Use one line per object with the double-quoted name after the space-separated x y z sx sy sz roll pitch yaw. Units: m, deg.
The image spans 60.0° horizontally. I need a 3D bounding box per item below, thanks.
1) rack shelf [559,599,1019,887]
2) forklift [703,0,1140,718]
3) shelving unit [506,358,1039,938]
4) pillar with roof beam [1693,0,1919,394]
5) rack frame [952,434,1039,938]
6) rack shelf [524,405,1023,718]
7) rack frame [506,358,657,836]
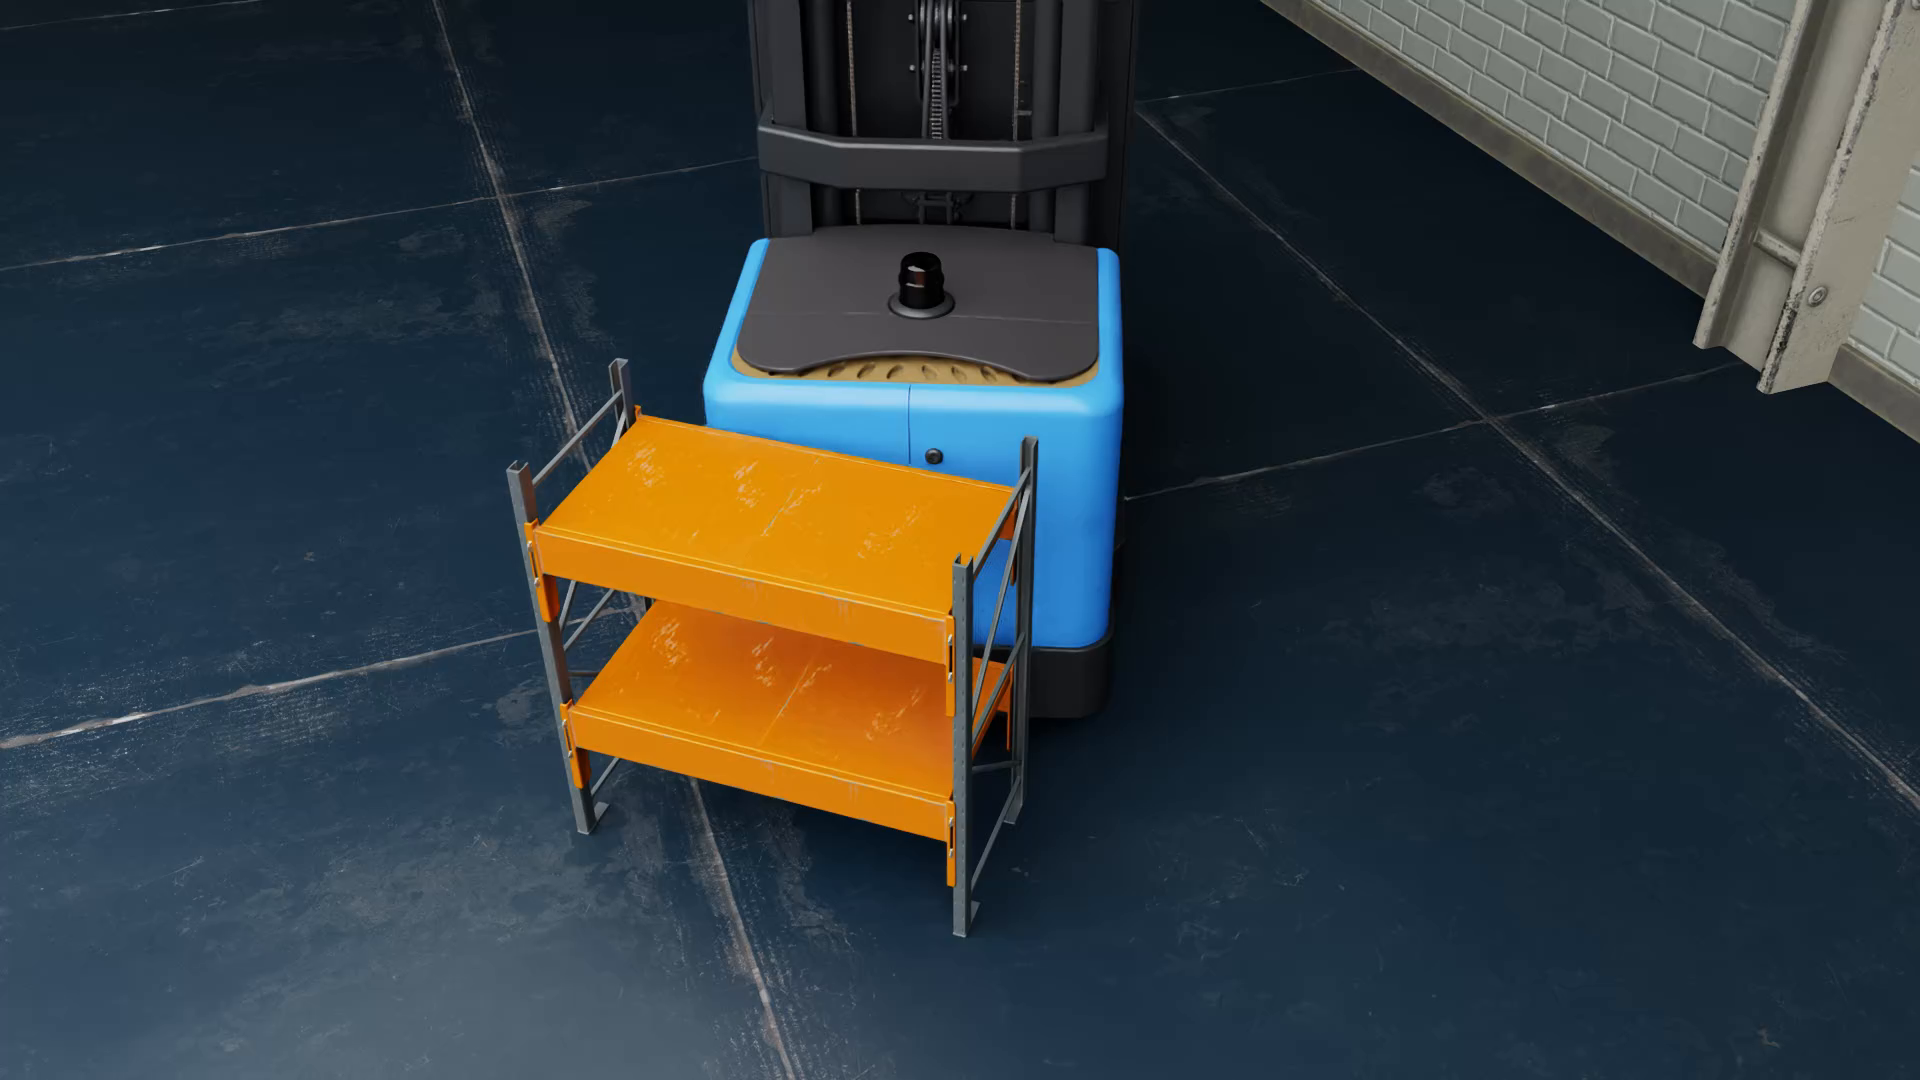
-0.401 0.455 4.117 1.000 0.278 0.538 12 39 15 "rack shelf"
-0.031 -1.555 4.879 1.130 2.935 3.031 2 37 3 "forklift"
-0.401 0.260 3.970 1.048 1.125 0.538 12 39 15 "shelving unit"
-1.086 -3.366 2.240 9.100 9.000 0.400 -12 39 -16 "pillar with roof beam"
0.079 0.360 3.838 0.032 1.125 0.500 12 39 15 "rack frame"
-0.401 0.026 3.794 1.000 0.278 0.538 12 39 15 "rack shelf"
-0.882 0.161 4.102 0.032 1.125 0.500 12 39 15 "rack frame"
